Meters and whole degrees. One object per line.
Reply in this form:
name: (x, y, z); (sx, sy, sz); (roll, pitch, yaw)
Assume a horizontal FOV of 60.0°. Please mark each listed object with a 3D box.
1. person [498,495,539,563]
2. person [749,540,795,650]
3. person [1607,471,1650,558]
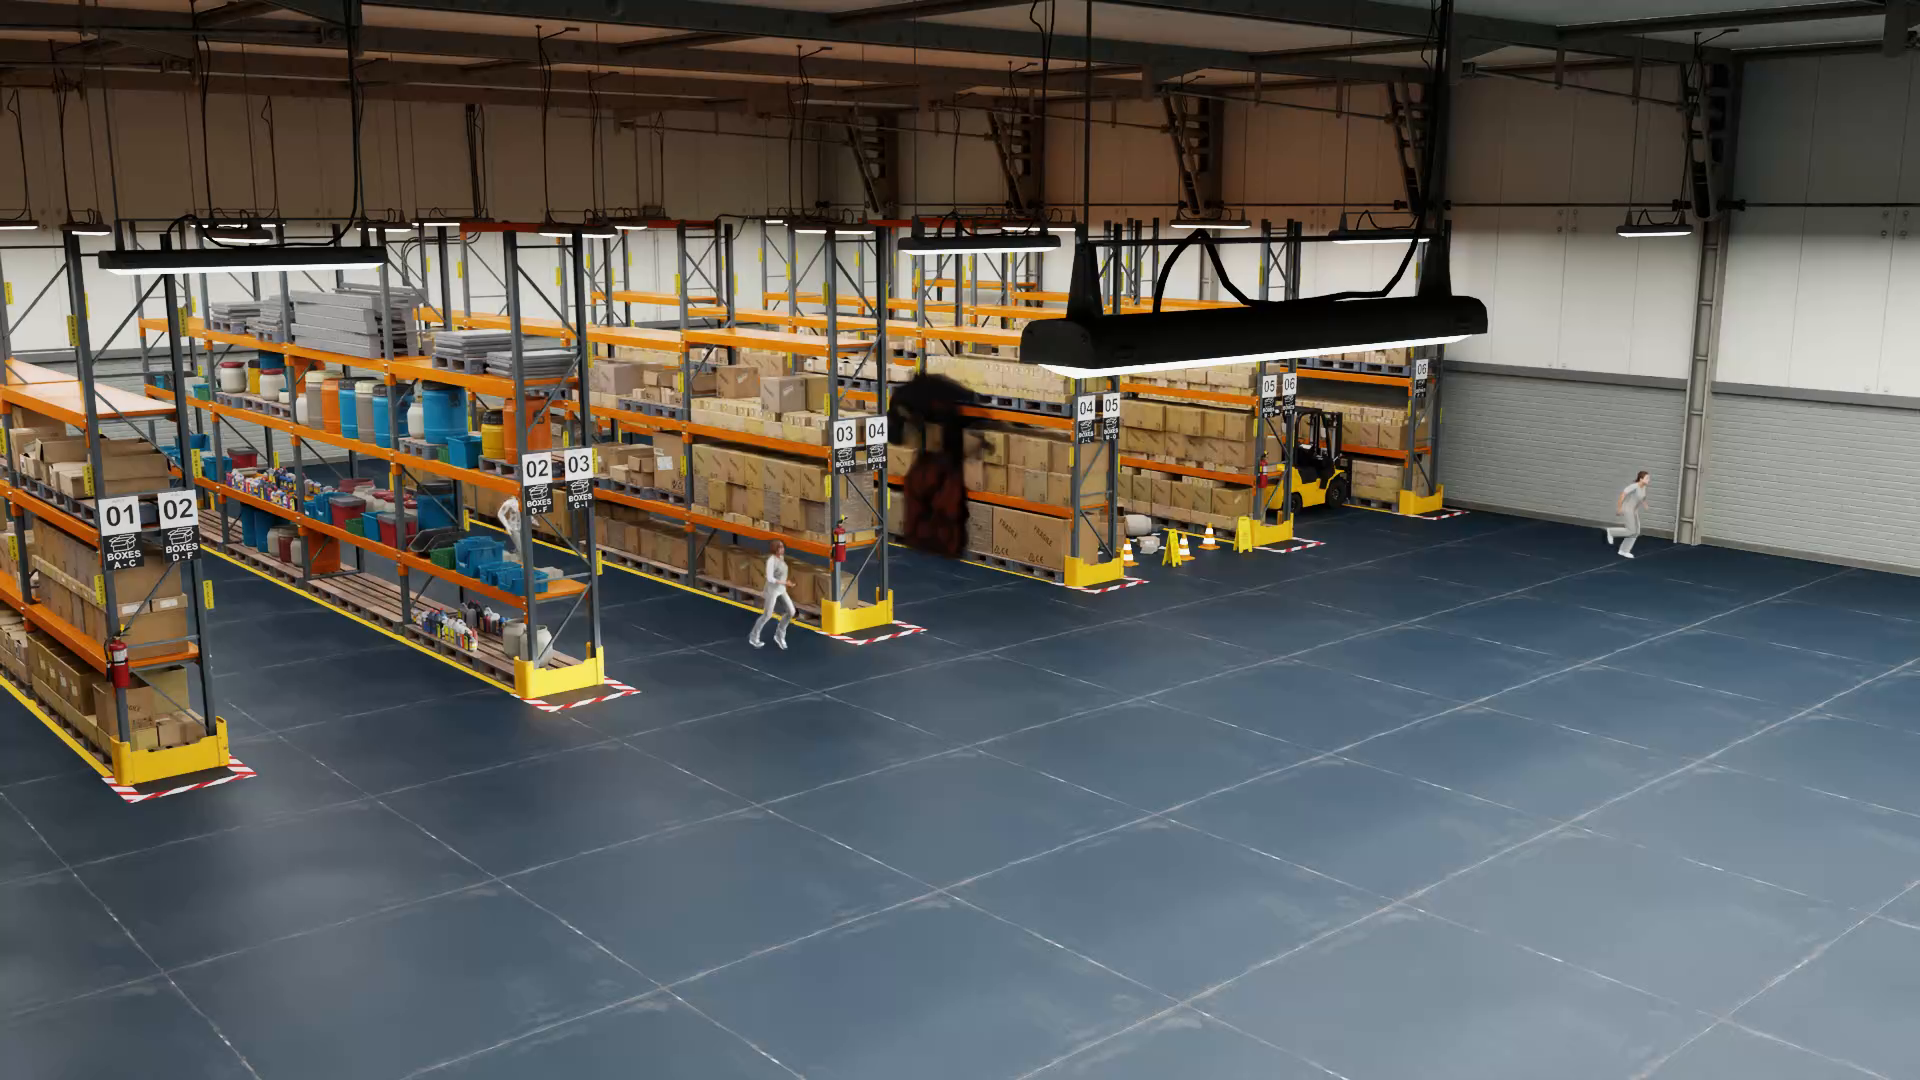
person: (-7.629, -0.167, 28.538); (0.843, 1.678, 0.600); (9, 15, 39)
person: (-2.668, 0.786, 23.996); (0.689, 1.622, 0.572); (5, 12, 23)
person: (12.200, -0.491, 30.371); (0.711, 1.602, 0.556); (11, 16, 43)
